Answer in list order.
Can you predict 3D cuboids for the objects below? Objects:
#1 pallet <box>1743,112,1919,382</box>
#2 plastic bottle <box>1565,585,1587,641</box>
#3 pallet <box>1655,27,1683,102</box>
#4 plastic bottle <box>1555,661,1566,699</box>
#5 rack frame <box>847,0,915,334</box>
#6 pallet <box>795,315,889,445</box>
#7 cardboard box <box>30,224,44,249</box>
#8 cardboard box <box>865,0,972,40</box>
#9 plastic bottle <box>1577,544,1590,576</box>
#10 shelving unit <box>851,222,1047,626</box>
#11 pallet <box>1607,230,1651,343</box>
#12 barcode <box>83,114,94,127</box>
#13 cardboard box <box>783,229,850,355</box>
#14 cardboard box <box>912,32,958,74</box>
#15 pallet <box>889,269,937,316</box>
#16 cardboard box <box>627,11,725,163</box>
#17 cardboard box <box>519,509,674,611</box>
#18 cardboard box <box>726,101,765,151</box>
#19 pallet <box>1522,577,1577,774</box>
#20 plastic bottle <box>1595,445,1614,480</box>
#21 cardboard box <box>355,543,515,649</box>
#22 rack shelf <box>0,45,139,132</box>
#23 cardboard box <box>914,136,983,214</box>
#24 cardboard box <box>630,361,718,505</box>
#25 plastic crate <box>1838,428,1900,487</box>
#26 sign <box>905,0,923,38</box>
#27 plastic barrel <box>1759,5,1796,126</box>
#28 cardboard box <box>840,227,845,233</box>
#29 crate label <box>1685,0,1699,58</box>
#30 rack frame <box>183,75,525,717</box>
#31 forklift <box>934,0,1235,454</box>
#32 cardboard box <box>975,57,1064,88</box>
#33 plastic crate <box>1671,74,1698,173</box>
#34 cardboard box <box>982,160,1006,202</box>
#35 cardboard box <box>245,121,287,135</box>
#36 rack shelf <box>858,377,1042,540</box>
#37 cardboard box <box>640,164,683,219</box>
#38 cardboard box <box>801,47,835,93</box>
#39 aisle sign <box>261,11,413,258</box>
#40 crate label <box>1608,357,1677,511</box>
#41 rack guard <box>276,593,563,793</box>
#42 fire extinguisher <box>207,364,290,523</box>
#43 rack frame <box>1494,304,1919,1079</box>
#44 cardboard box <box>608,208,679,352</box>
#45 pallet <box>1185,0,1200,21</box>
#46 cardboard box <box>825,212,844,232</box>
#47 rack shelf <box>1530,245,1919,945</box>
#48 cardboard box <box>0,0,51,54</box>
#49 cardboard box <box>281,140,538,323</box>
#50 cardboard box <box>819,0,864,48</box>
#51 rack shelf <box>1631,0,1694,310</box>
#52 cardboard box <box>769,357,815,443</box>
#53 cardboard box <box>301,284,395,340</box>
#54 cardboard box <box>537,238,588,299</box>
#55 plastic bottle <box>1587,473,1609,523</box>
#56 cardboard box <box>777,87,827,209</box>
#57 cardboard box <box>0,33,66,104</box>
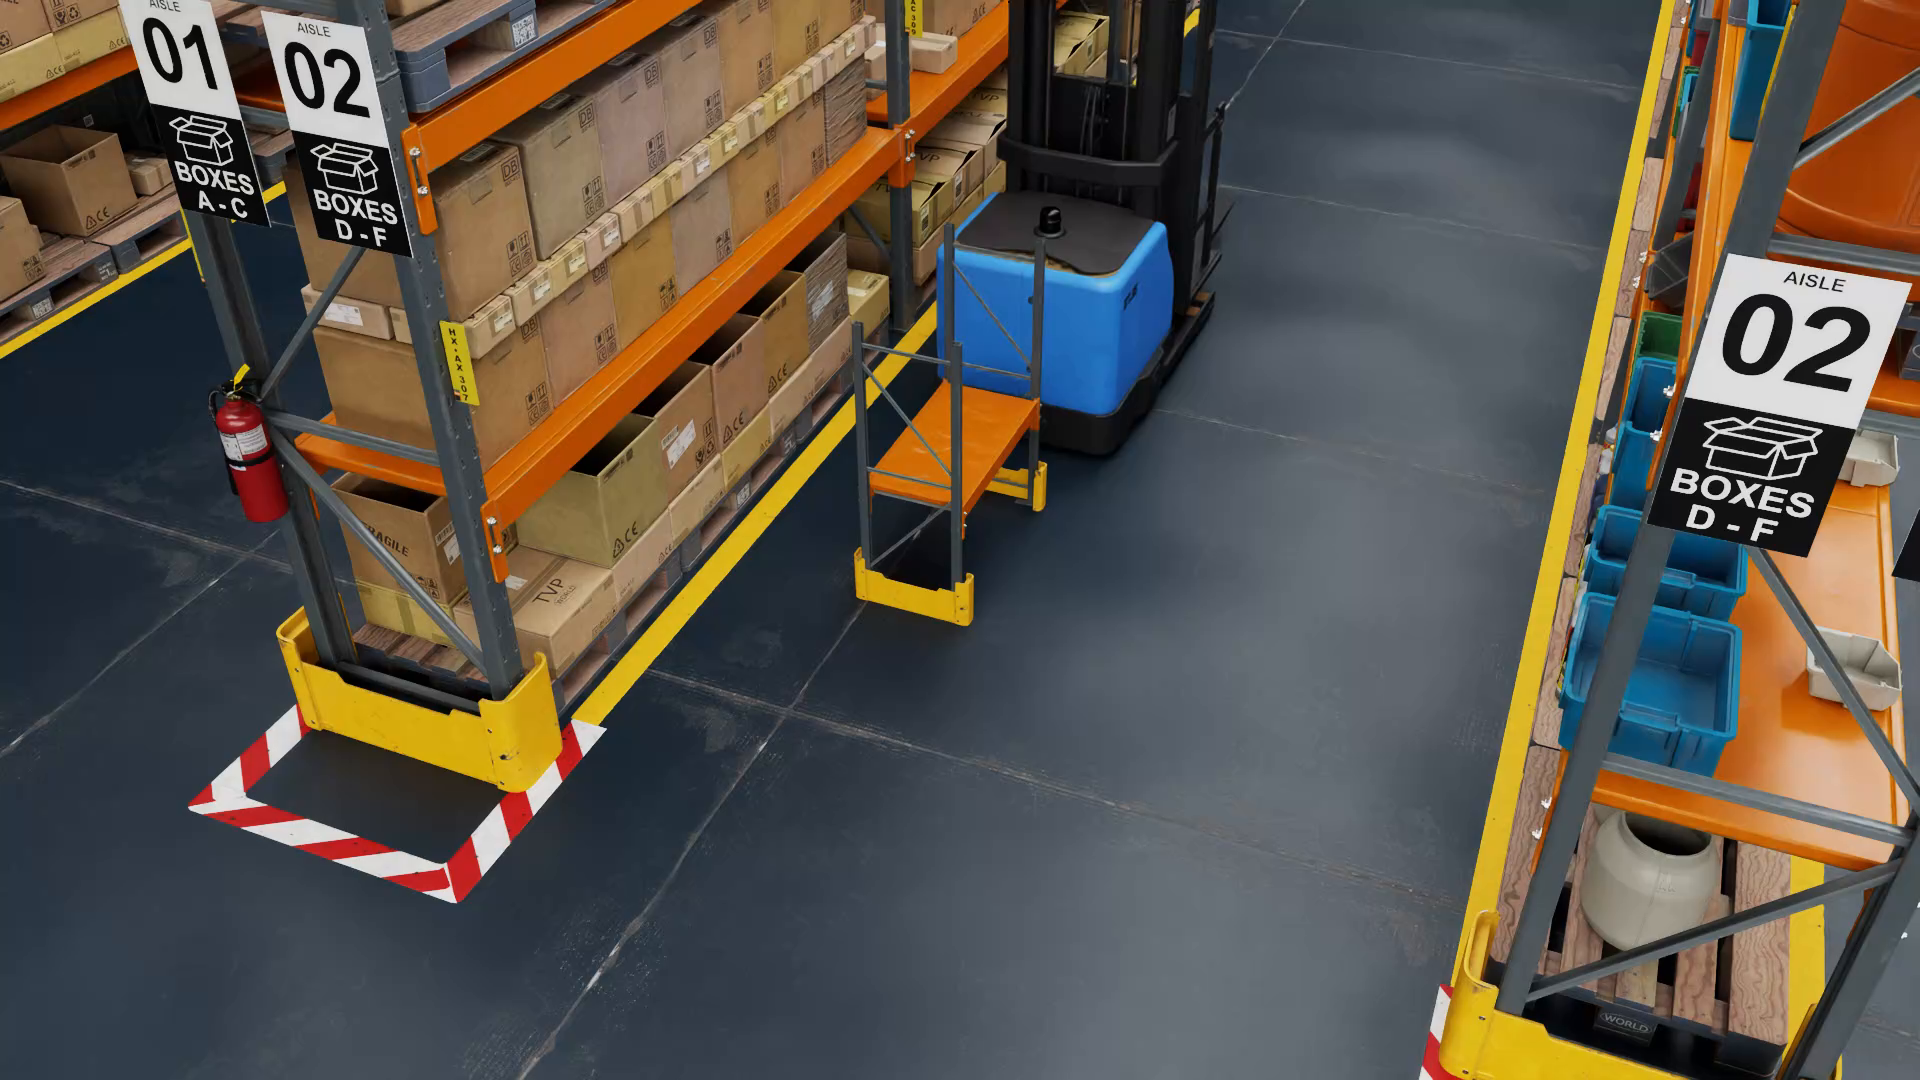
[{"bbox_3d":[2.701,-0.807,4.578,1.003,0.211,1.213,14,39,18],"label":"pallet"},{"bbox_3d":[2.763,0.343,7.295,0.152,0.276,0.135,13,39,16],"label":"plastic bottle"},{"bbox_3d":[6.067,-3.677,13.094,1.003,0.211,1.213,14,39,18],"label":"pallet"},{"bbox_3d":[2.589,0.583,7.036,0.097,0.201,0.097,0,37,0],"label":"plastic bottle"},{"bbox_3d":[-0.762,-2.590,9.312,1.000,3.000,0.127,14,39,18],"label":"rack frame"},{"bbox_3d":[-1.103,-1.043,9.570,1.003,0.211,1.213,14,39,18],"label":"pallet"},{"bbox_3d":[-5.971,-1.870,10.362,0.380,0.149,0.250,11,38,14],"label":"cardboard box"},{"bbox_3d":[-0.254,-3.344,10.236,0.500,0.500,0.500,17,40,21],"label":"cardboard box"},{"bbox_3d":[2.926,0.093,7.692,0.097,0.201,0.097,0,37,0],"label":"plastic bottle"},{"bbox_3d":[-0.029,-0.559,7.846,0.587,1.500,1.083,14,39,18],"label":"shelving unit"},{"bbox_3d":[4.543,-1.464,10.135,1.003,0.211,1.213,14,39,18],"label":"pallet"},{"bbox_3d":[-5.772,-2.776,11.013,0.001,0.075,0.075,14,39,18],"label":"barcode"},{"bbox_3d":[-0.937,-1.377,9.008,0.500,0.500,0.500,14,39,18],"label":"cardboard box"},{"bbox_3d":[-0.236,-2.934,9.981,0.380,0.149,0.250,14,39,18],"label":"cardboard box"},{"bbox_3d":[-0.518,-1.890,10.704,1.003,0.211,1.213,14,39,18],"label":"pallet"},{"bbox_3d":[-1.498,-2.069,7.447,0.700,0.500,0.500,14,39,18],"label":"cardboard box"},{"bbox_3d":[-1.687,0.034,7.747,0.500,0.250,0.500,14,39,18],"label":"cardboard box"},{"bbox_3d":[-1.152,-1.988,7.881,0.380,0.149,0.250,15,39,19],"label":"cardboard box"},{"bbox_3d":[3.061,0.697,7.242,1.003,0.211,1.213,14,39,18],"label":"pallet"},{"bbox_3d":[3.252,-0.382,8.328,0.097,0.201,0.097,0,37,0],"label":"plastic bottle"},{"bbox_3d":[-2.353,0.193,7.533,0.500,0.250,0.500,14,39,18],"label":"cardboard box"},{"bbox_3d":[-6.105,-2.321,9.553,1.077,0.370,4.000,14,39,18],"label":"rack shelf"},{"bbox_3d":[-0.179,-2.330,10.441,0.500,0.311,0.500,13,39,17],"label":"cardboard box"},{"bbox_3d":[-1.507,-0.546,7.896,0.500,0.500,0.500,14,39,18],"label":"cardboard box"},{"bbox_3d":[3.434,-0.398,6.598,0.530,0.136,0.437,14,39,18],"label":"plastic crate"},{"bbox_3d":[-0.248,-2.843,8.861,0.100,0.325,0.005,14,39,18],"label":"sign"},{"bbox_3d":[2.612,-1.350,4.639,0.600,0.588,0.600,0,37,0],"label":"plastic barrel"},{"bbox_3d":[-0.872,-1.953,10.405,0.500,0.250,0.500,13,39,17],"label":"cardboard box"},{"bbox_3d":[4.711,-3.200,10.098,0.502,0.435,0.616,14,39,18],"label":"crate label"},{"bbox_3d":[-2.284,-0.376,6.349,1.000,3.000,0.127,14,39,18],"label":"rack frame"},{"bbox_3d":[0.909,-2.507,9.258,1.130,2.935,3.031,14,39,18],"label":"forklift"},{"bbox_3d":[0.402,-3.182,11.581,0.500,0.311,0.500,14,39,17],"label":"cardboard box"},{"bbox_3d":[3.950,-2.135,8.716,0.392,0.384,0.575,14,39,18],"label":"plastic crate"},{"bbox_3d":[0.011,-2.394,10.995,0.500,0.250,0.500,13,39,16],"label":"cardboard box"},{"bbox_3d":[-5.080,-3.303,11.986,0.700,0.500,0.500,15,39,19],"label":"cardboard box"},{"bbox_3d":[-0.032,-0.409,7.947,0.538,0.185,1.000,14,39,18],"label":"rack shelf"},{"bbox_3d":[-1.447,-1.557,7.304,0.380,0.149,0.250,13,39,17],"label":"cardboard box"},{"bbox_3d":[-0.860,-2.409,8.444,0.380,0.149,0.250,13,39,16],"label":"cardboard box"},{"bbox_3d":[-2.025,-1.311,5.428,0.394,0.787,0.004,14,39,18],"label":"aisle sign"},{"bbox_3d":[2.746,-0.340,6.272,0.502,0.435,0.616,14,39,18],"label":"crate label"},{"bbox_3d":[-2.293,0.639,7.079,1.175,0.500,0.348,14,39,18],"label":"rack guard"},{"bbox_3d":[-2.758,-0.385,6.426,0.296,0.674,0.183,14,39,18],"label":"fire extinguisher"},{"bbox_3d":[2.296,0.755,4.836,1.000,3.000,0.127,14,39,18],"label":"rack frame"},{"bbox_3d":[-1.705,-1.237,7.417,0.700,0.500,0.500,14,39,18],"label":"cardboard box"},{"bbox_3d":[1.545,-4.766,14.552,1.003,0.211,1.213,14,39,18],"label":"pallet"},{"bbox_3d":[-0.873,-2.171,10.229,0.500,0.311,0.500,14,39,18],"label":"cardboard box"},{"bbox_3d":[3.057,-0.064,6.533,1.077,0.370,4.000,14,39,18],"label":"rack shelf"},{"bbox_3d":[-5.624,-3.079,9.447,0.500,0.500,0.500,13,39,16],"label":"cardboard box"},{"bbox_3d":[-2.074,-1.220,6.312,0.700,0.500,0.500,14,39,18],"label":"cardboard box"},{"bbox_3d":[-0.925,-2.903,8.563,0.700,0.500,0.500,14,39,18],"label":"cardboard box"},{"bbox_3d":[4.579,-2.279,9.496,1.077,0.370,4.000,14,39,18],"label":"rack shelf"},{"bbox_3d":[-1.112,-0.796,8.857,0.500,0.250,0.500,14,39,18],"label":"cardboard box"},{"bbox_3d":[-2.315,-0.931,6.466,0.380,0.149,0.250,13,39,17],"label":"cardboard box"},{"bbox_3d":[-1.741,-1.128,6.730,0.380,0.149,0.250,14,39,18],"label":"cardboard box"},{"bbox_3d":[3.127,-0.223,7.989,0.144,0.351,0.185,15,39,19],"label":"plastic bottle"},{"bbox_3d":[-1.119,-2.090,8.558,0.700,0.500,0.500,13,39,17],"label":"cardboard box"},{"bbox_3d":[-5.619,-2.777,9.671,0.500,0.250,0.500,14,39,17],"label":"cardboard box"}]
